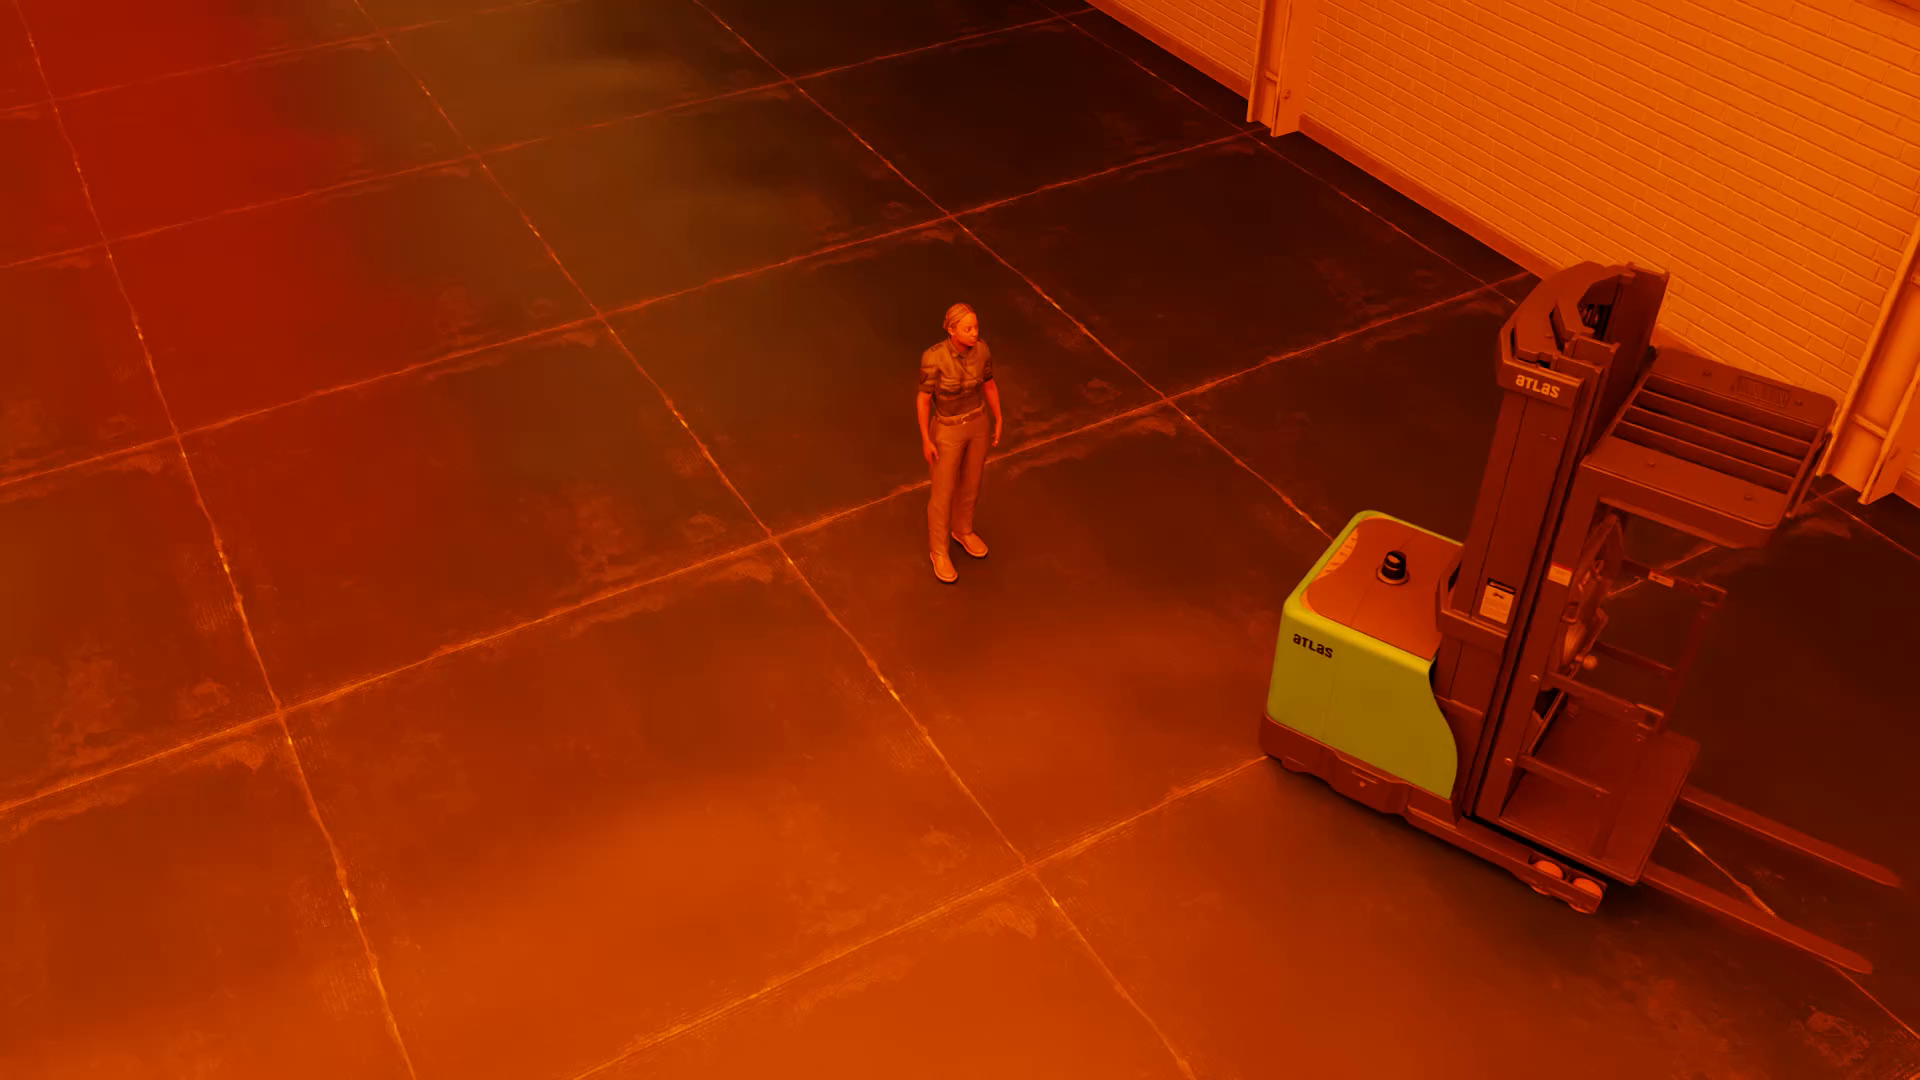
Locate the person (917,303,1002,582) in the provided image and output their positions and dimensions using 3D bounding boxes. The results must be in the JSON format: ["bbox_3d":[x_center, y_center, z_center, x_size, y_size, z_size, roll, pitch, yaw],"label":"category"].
[{"bbox_3d":[0.027,-0.583,9.737,0.570,1.644,0.503,-20,44,-23],"label":"person"}]

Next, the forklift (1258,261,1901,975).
[{"bbox_3d":[3.100,0.303,7.671,3.031,2.935,1.130,24,45,26],"label":"forklift"}]
